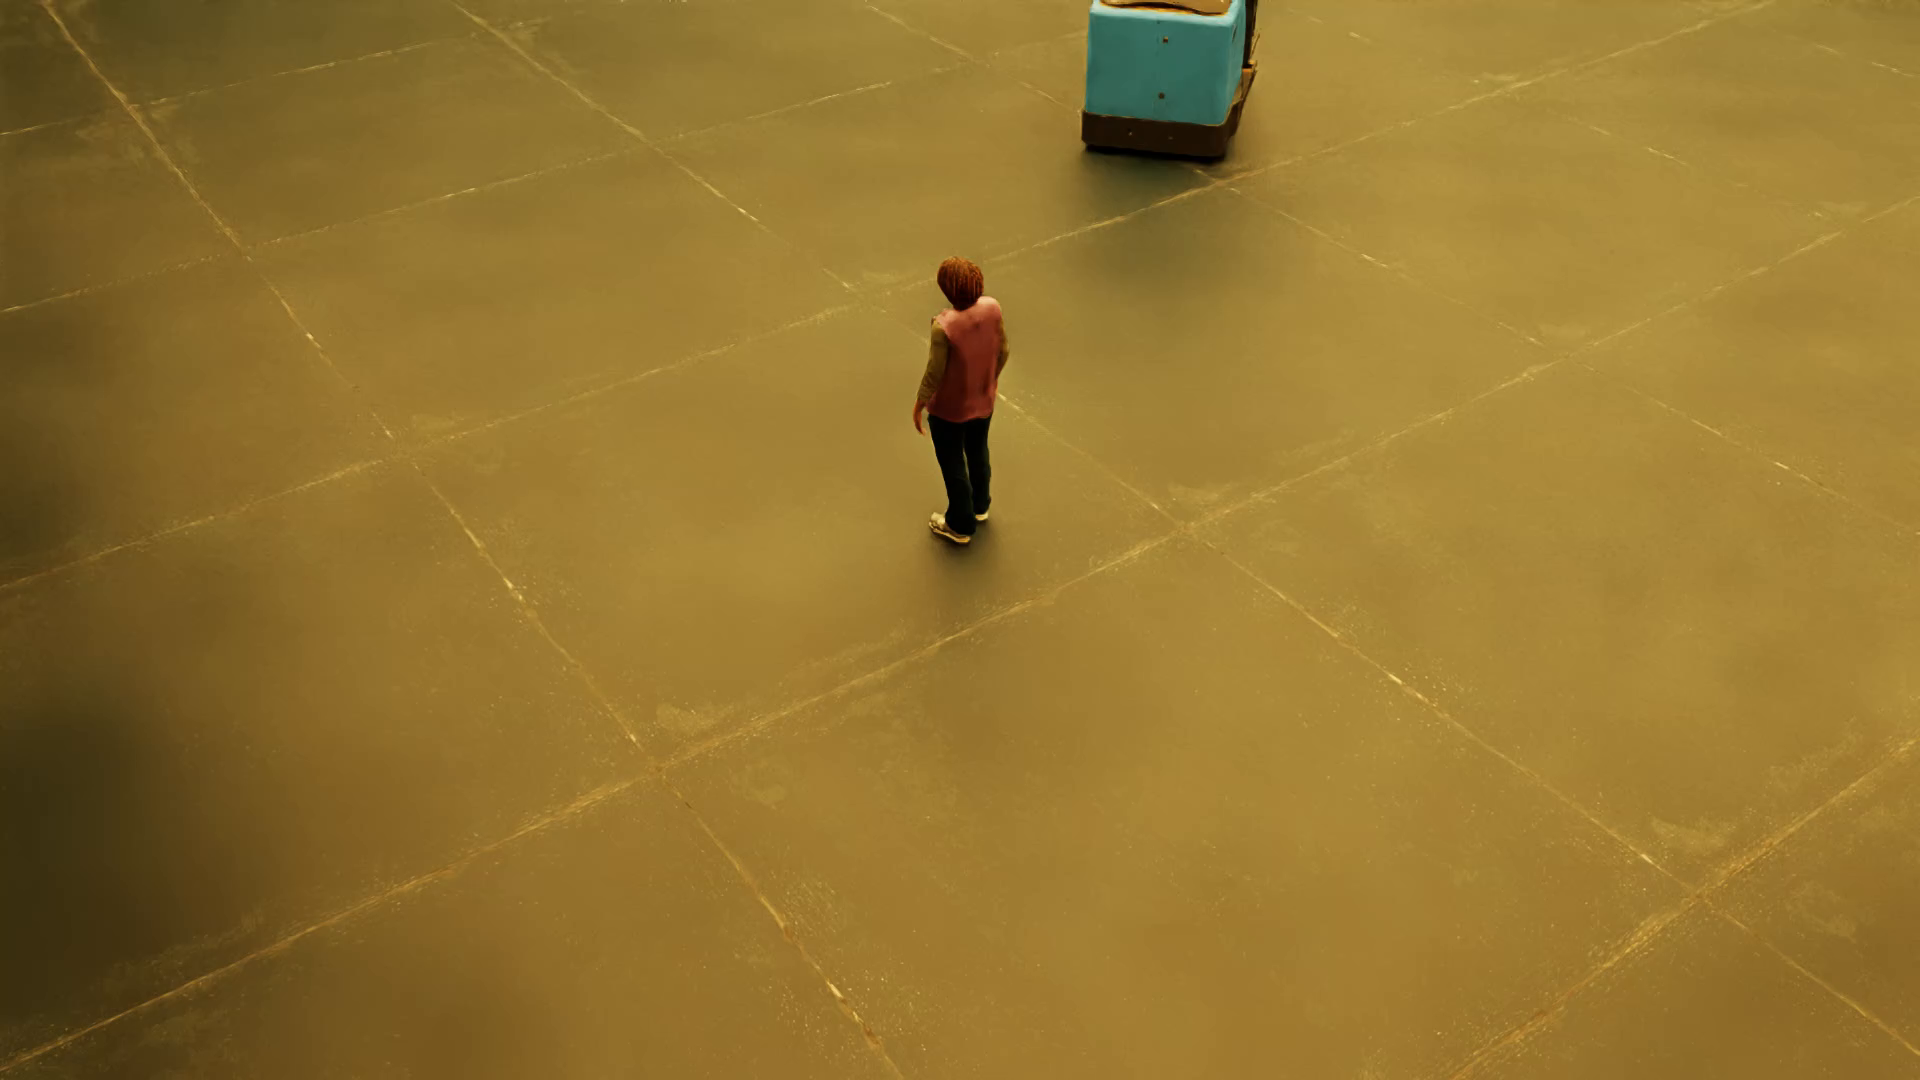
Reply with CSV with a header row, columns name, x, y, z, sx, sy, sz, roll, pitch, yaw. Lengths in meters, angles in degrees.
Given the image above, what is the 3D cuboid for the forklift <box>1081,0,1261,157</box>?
name,x,y,z,sx,sy,sz,roll,pitch,yaw
forklift,1.774,-4.825,12.470,1.130,2.935,3.031,9,37,12

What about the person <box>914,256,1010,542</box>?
name,x,y,z,sx,sy,sz,roll,pitch,yaw
person,-0.032,-0.688,7.986,0.520,1.597,0.474,-23,42,-28
